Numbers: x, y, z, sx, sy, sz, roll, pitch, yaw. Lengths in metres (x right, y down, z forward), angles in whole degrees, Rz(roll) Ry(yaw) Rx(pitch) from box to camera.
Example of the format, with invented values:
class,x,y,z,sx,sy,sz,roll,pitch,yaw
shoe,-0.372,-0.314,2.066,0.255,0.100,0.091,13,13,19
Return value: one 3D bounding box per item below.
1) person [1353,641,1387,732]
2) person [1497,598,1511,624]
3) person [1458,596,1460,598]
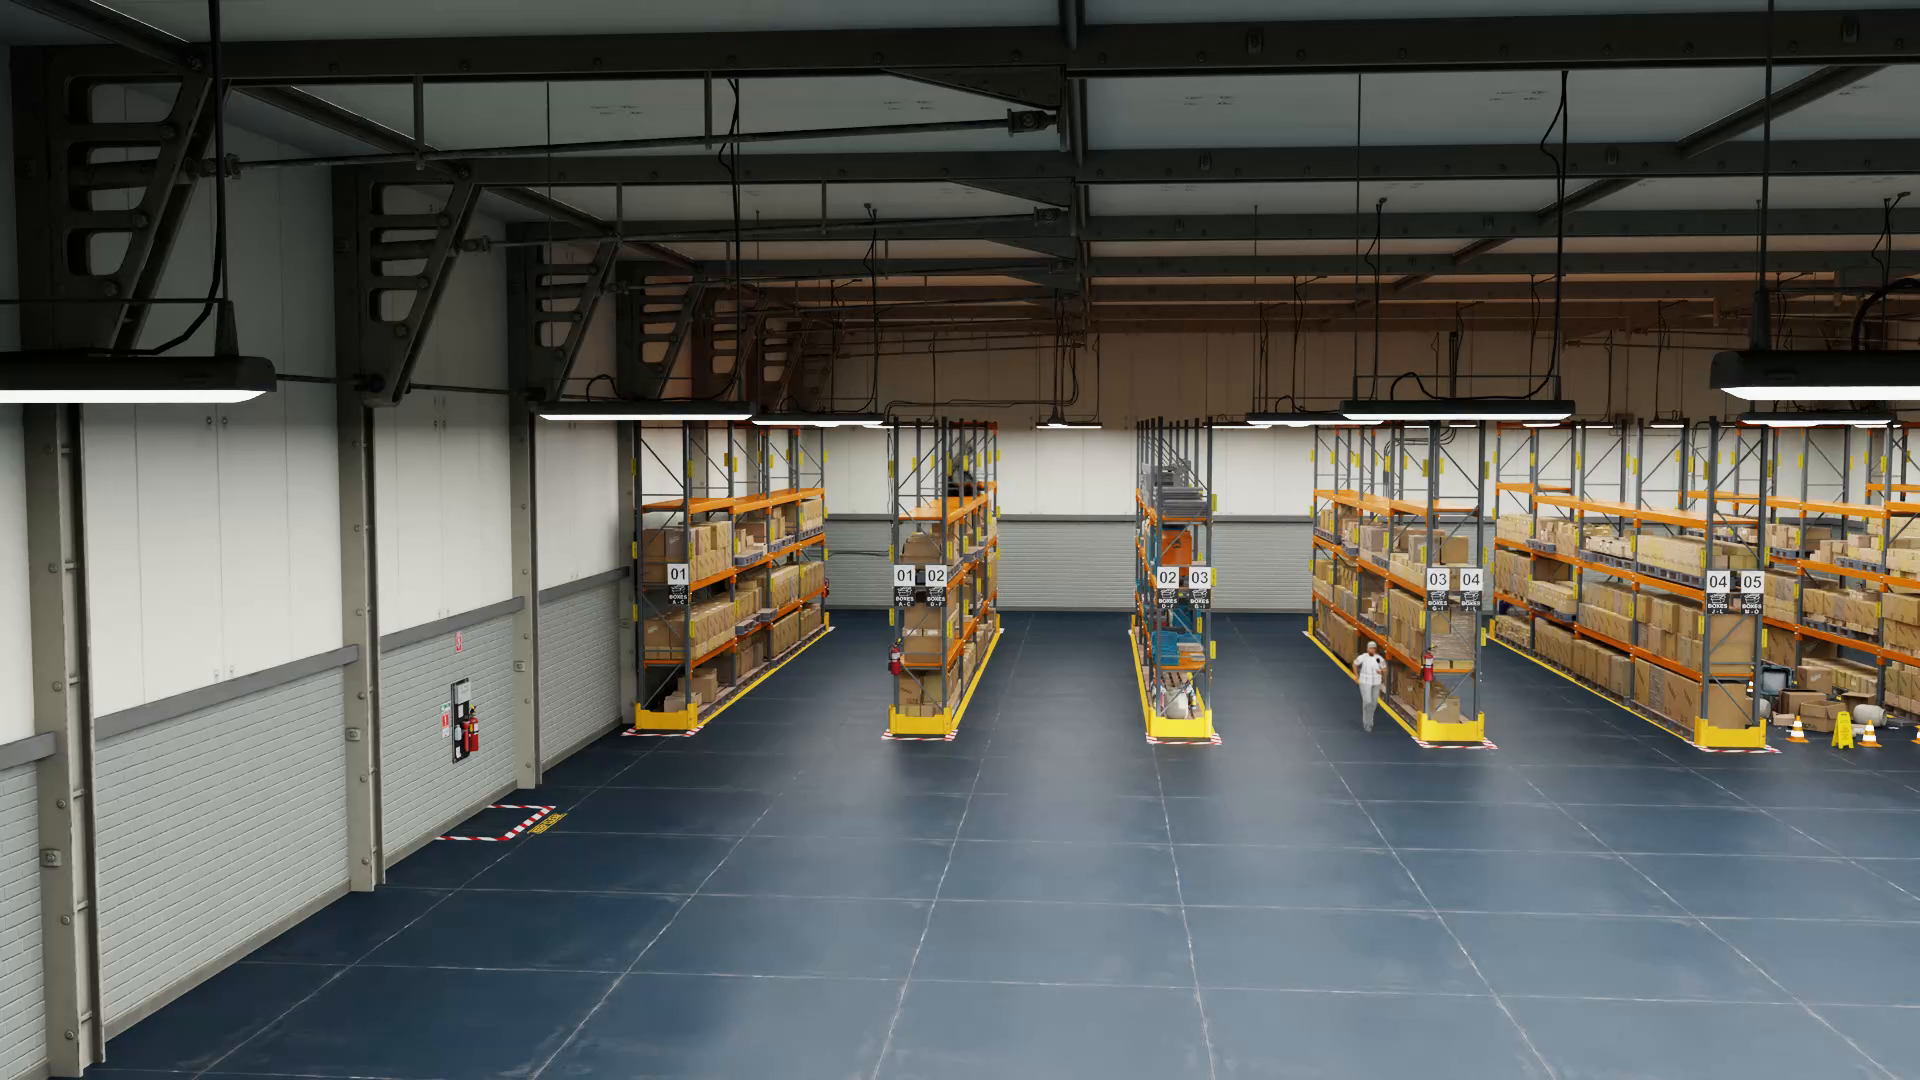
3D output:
class,x,y,z,sx,sy,sz,roll,pitch,yaw
person,7.885,2.806,31.965,0.573,1.729,0.748,0,4,-4
person,15.550,1.827,47.399,0.780,1.662,0.611,0,4,-3
person,14.395,1.786,47.224,0.505,1.718,0.711,-1,4,-15
